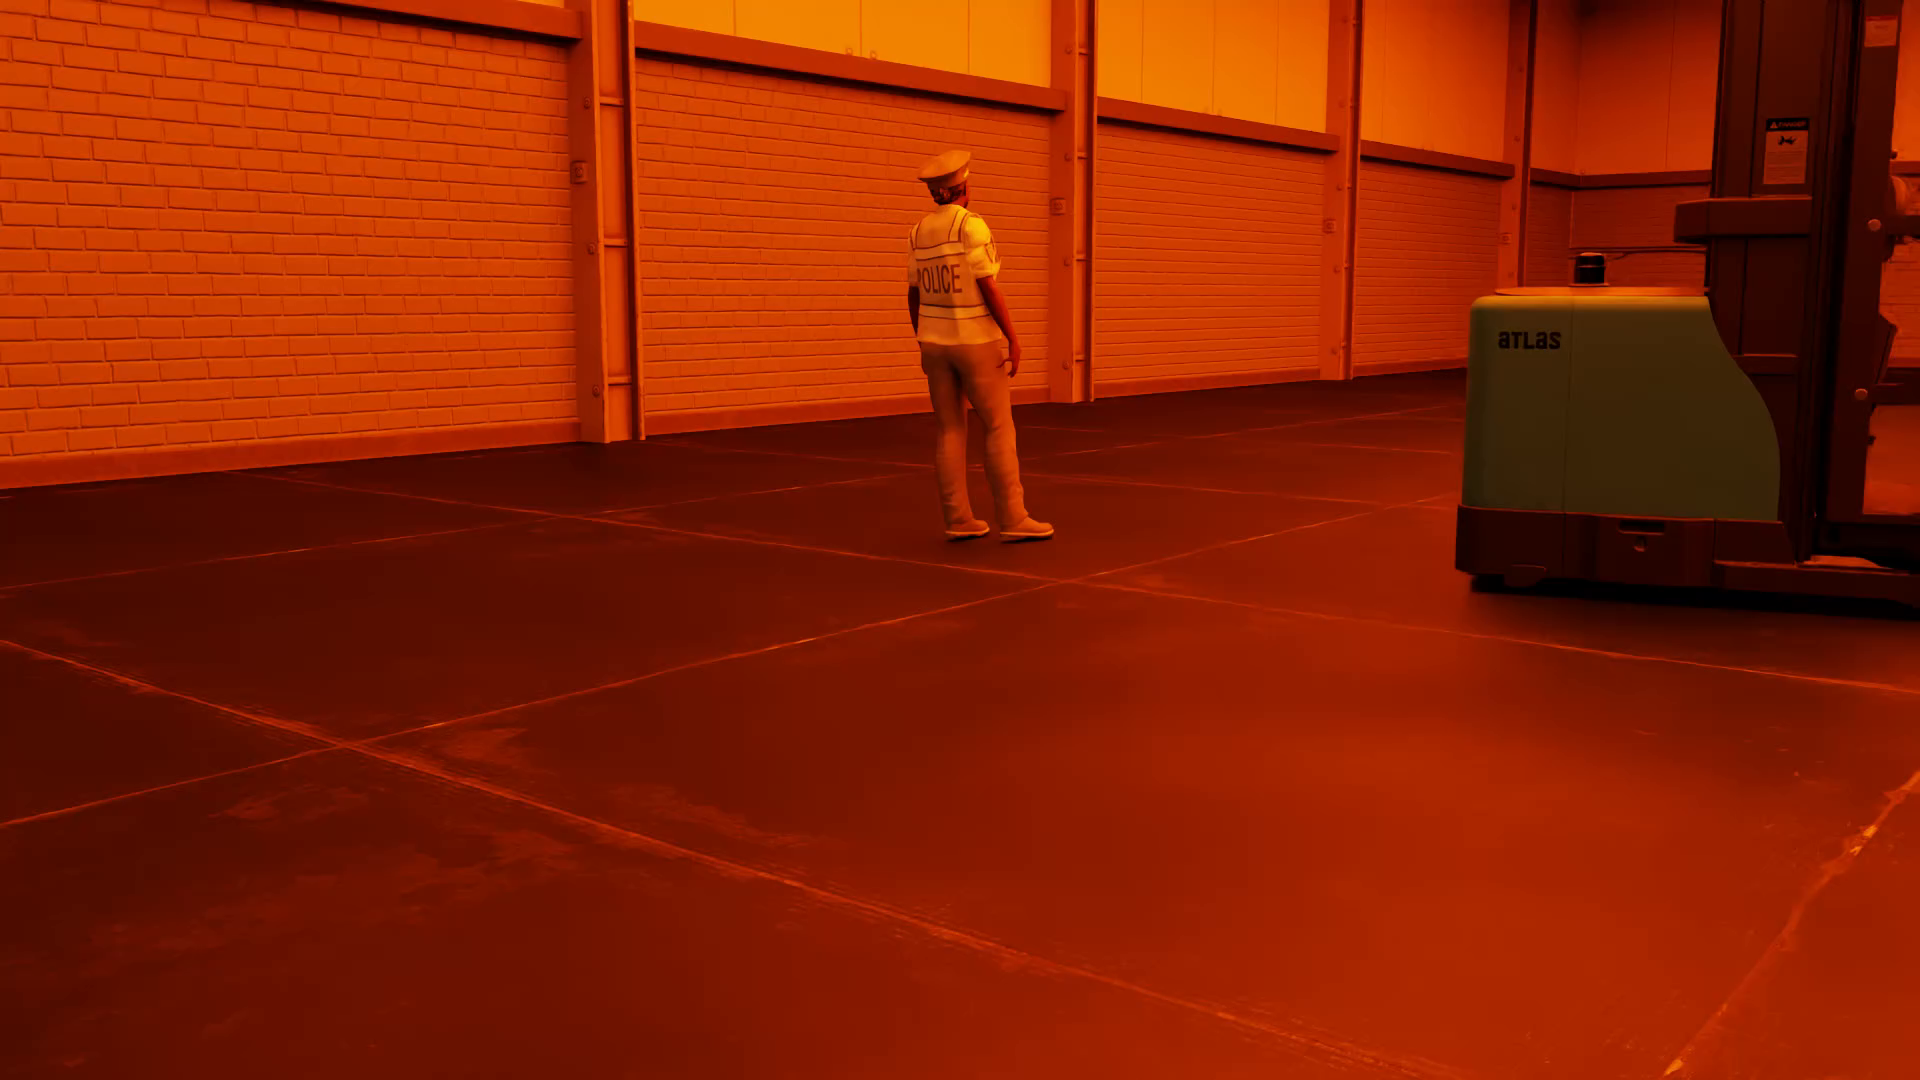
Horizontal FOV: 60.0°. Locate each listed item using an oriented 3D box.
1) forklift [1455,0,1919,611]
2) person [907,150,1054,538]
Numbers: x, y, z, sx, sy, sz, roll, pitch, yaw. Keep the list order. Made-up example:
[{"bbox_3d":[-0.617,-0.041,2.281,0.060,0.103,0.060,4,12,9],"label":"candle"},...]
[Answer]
[{"bbox_3d":[3.406,-1.248,5.810,3.031,2.935,1.130,3,9,22],"label":"forklift"},{"bbox_3d":[0.063,-0.852,7.327,0.569,1.695,0.528,7,11,38],"label":"person"}]
